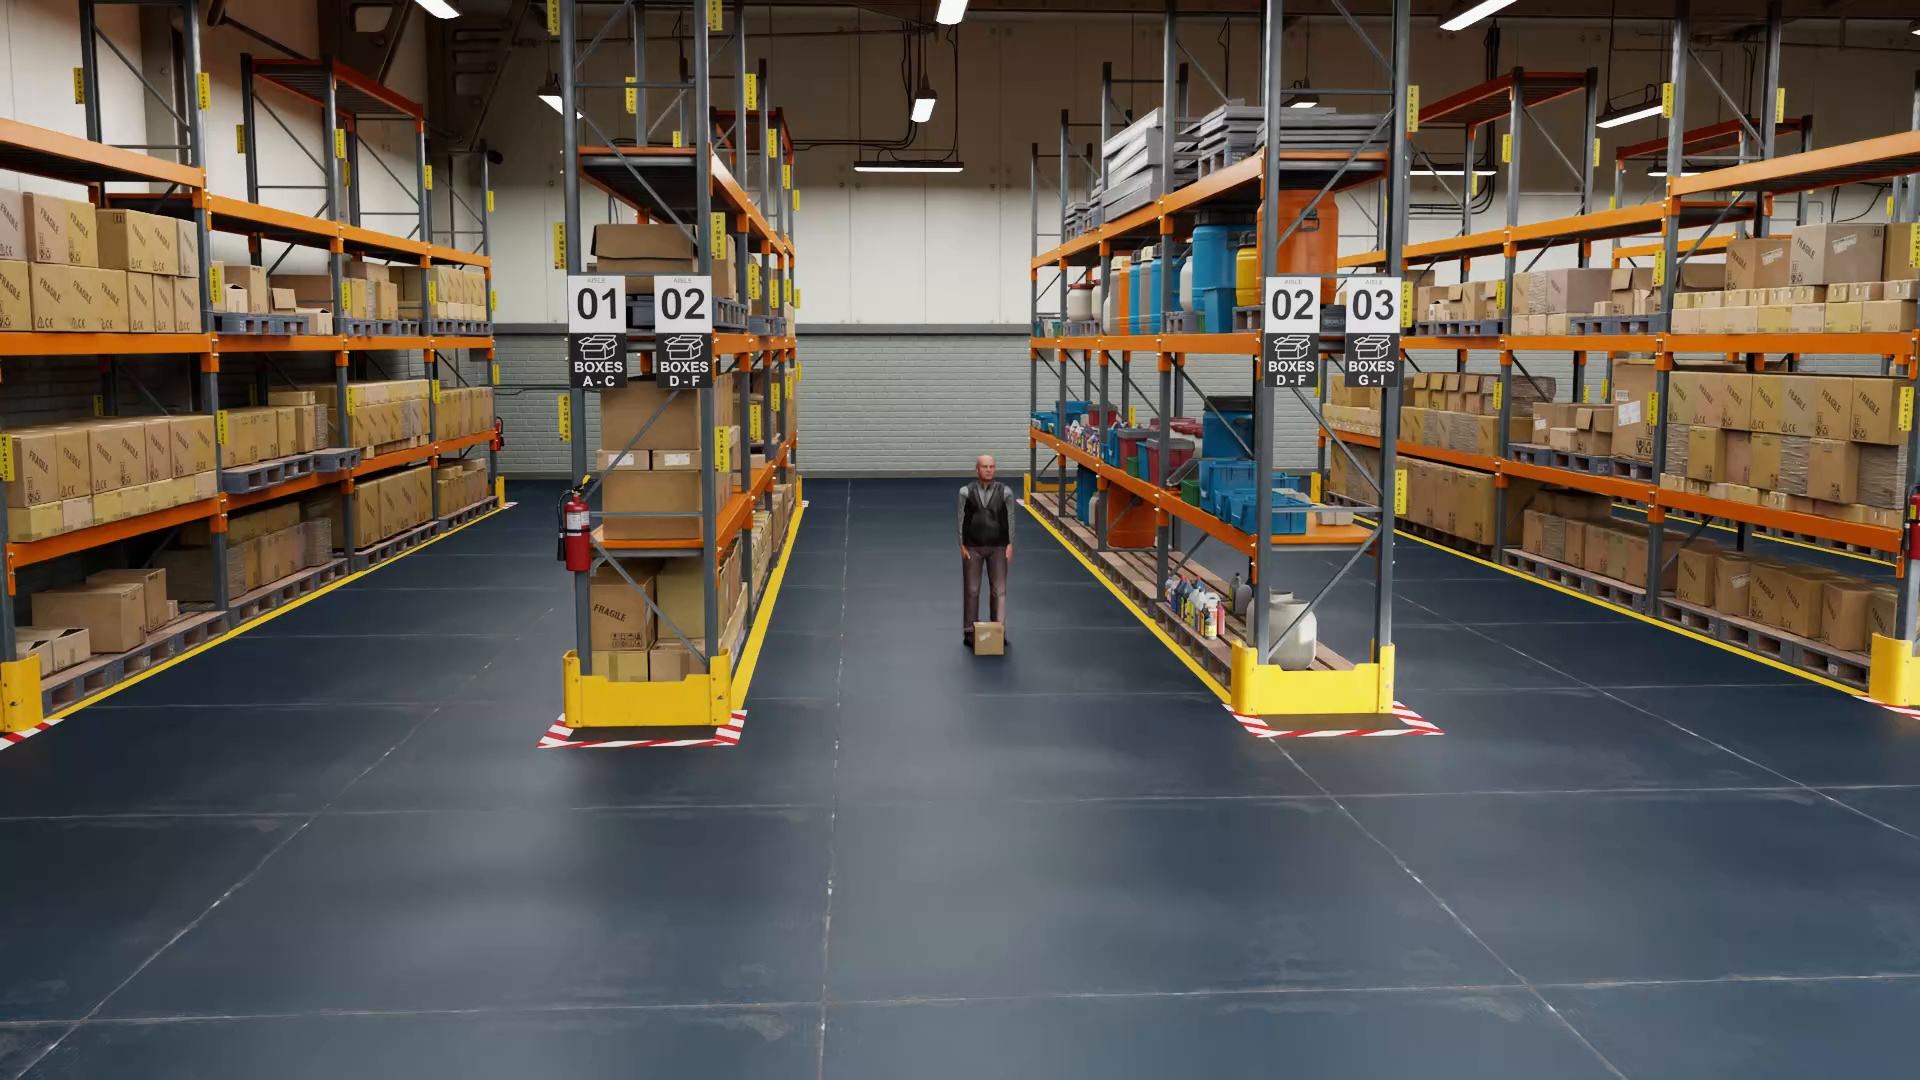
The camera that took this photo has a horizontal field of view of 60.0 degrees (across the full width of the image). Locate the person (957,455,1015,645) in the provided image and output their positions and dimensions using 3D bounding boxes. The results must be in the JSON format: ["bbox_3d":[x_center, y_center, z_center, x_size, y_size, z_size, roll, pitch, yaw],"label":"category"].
[{"bbox_3d":[0.241,0.090,15.128,0.532,1.722,0.358,0,7,-2],"label":"person"}]
